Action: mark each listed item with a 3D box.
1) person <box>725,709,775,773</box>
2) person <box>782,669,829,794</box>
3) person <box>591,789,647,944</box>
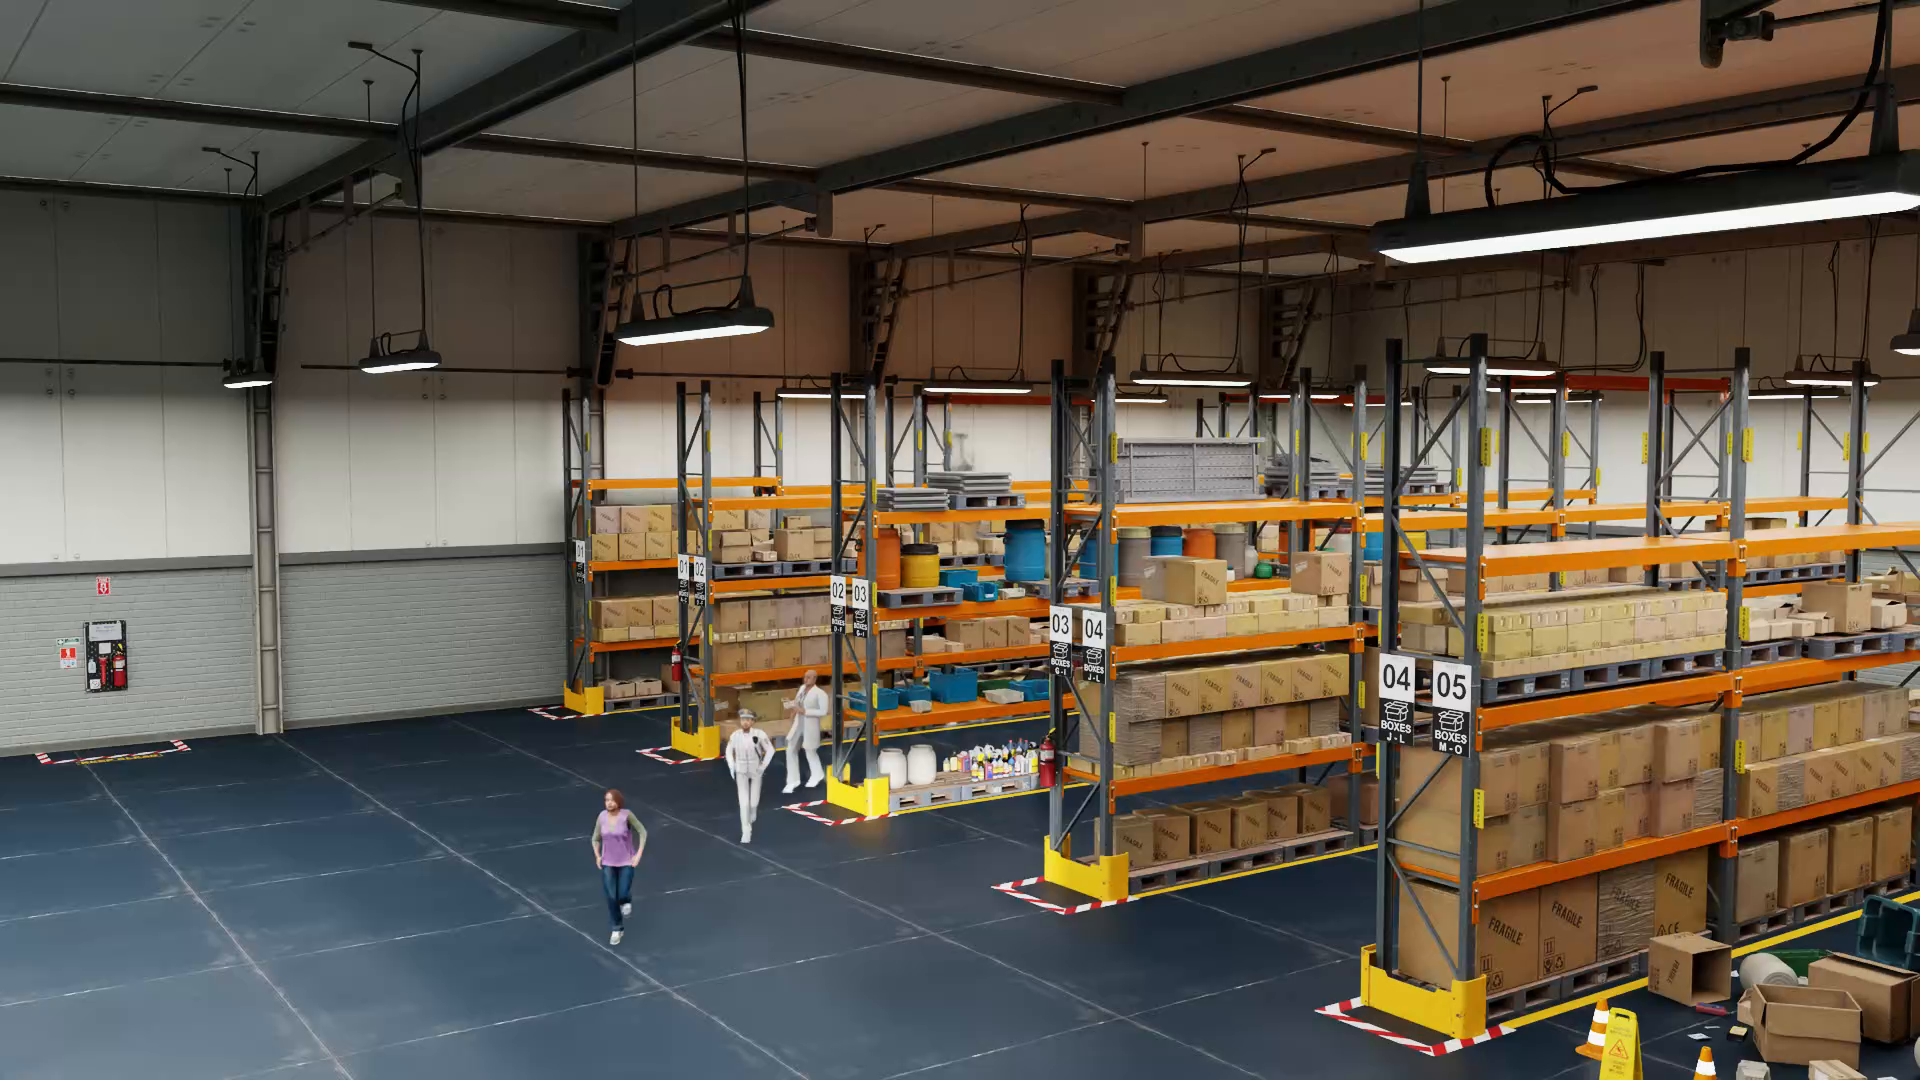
[{"bbox_3d":[-2.682,2.548,21.156,0.635,0.823,0.347,0,4,-2],"label":"person"},{"bbox_3d":[-2.114,2.867,23.971,0.686,1.640,0.776,2,4,34],"label":"person"},{"bbox_3d":[-3.476,3.307,16.985,0.562,1.578,0.604,0,4,4],"label":"person"}]
